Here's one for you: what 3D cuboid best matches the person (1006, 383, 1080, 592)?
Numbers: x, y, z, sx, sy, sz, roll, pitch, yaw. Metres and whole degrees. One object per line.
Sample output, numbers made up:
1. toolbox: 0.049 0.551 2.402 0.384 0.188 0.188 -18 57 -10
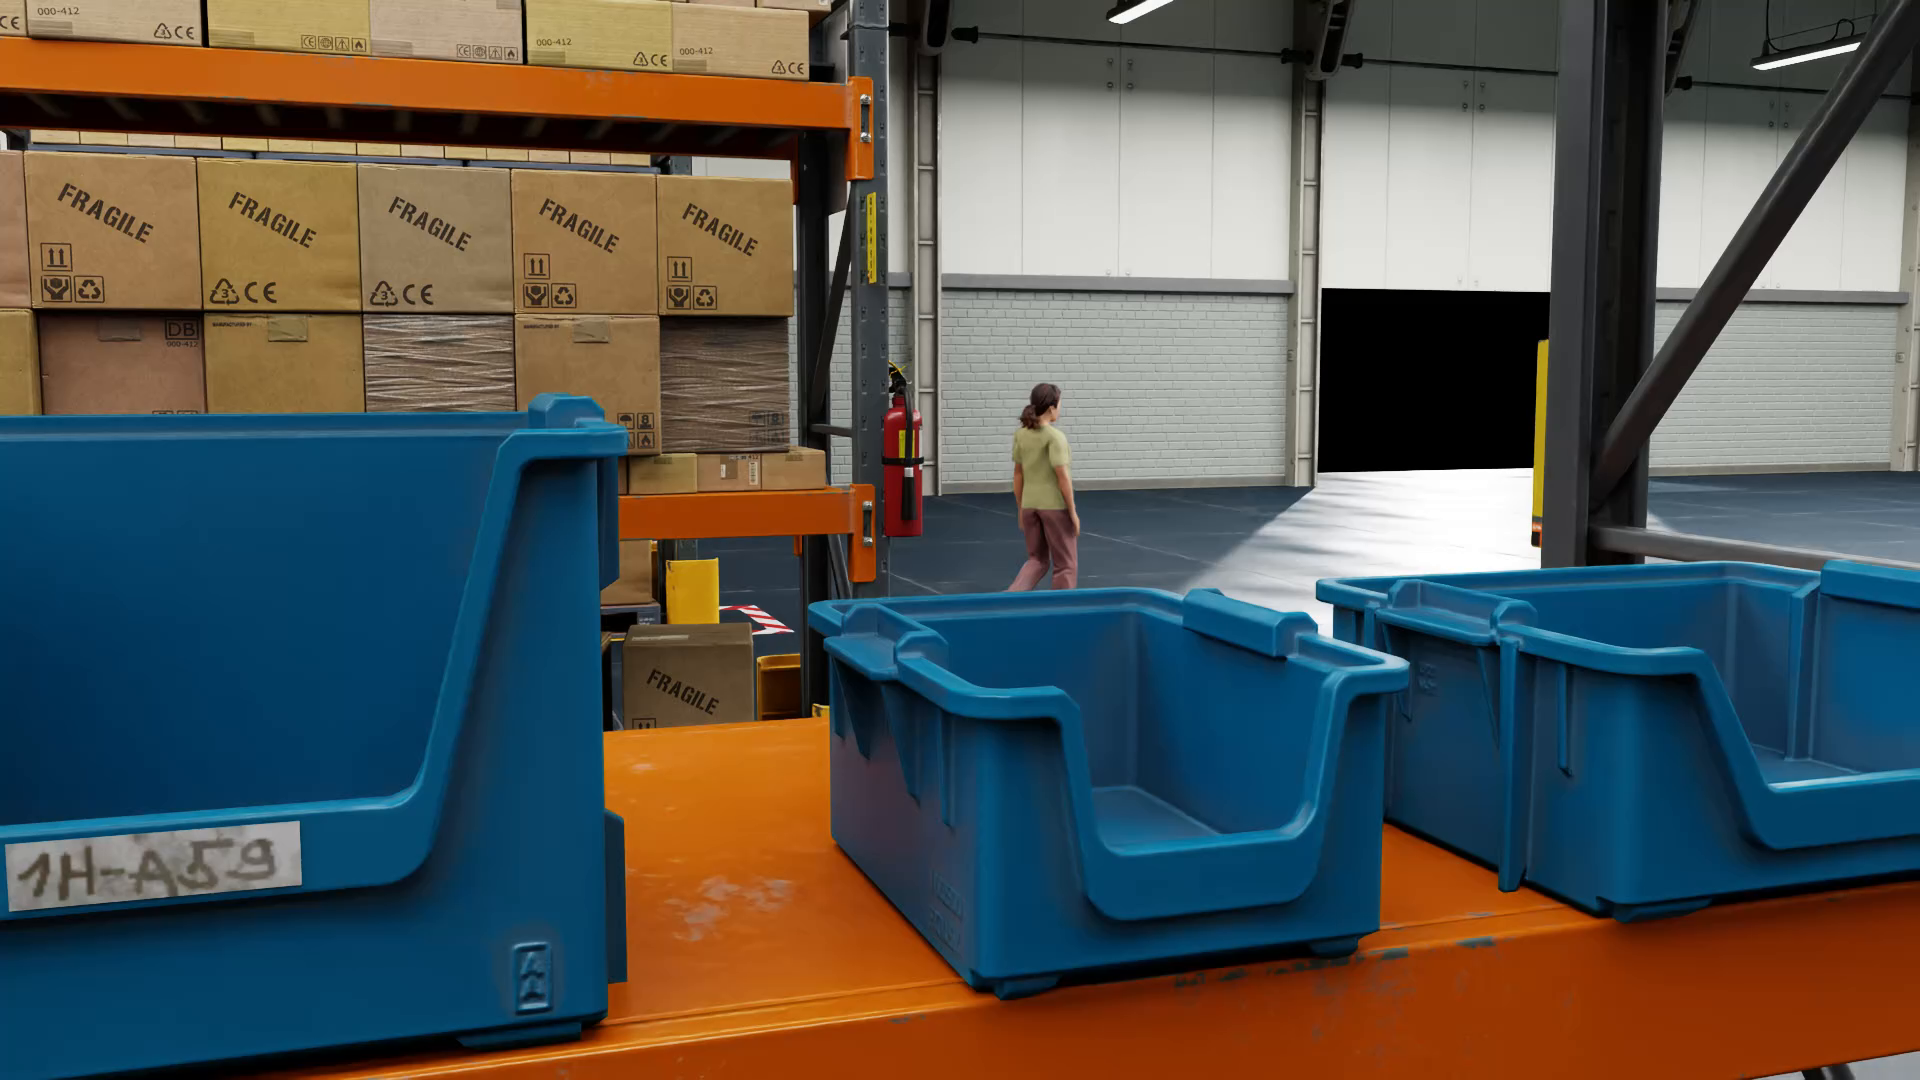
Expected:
1. person: 0.556 -0.172 10.625 0.464 1.658 0.710 5 8 42
